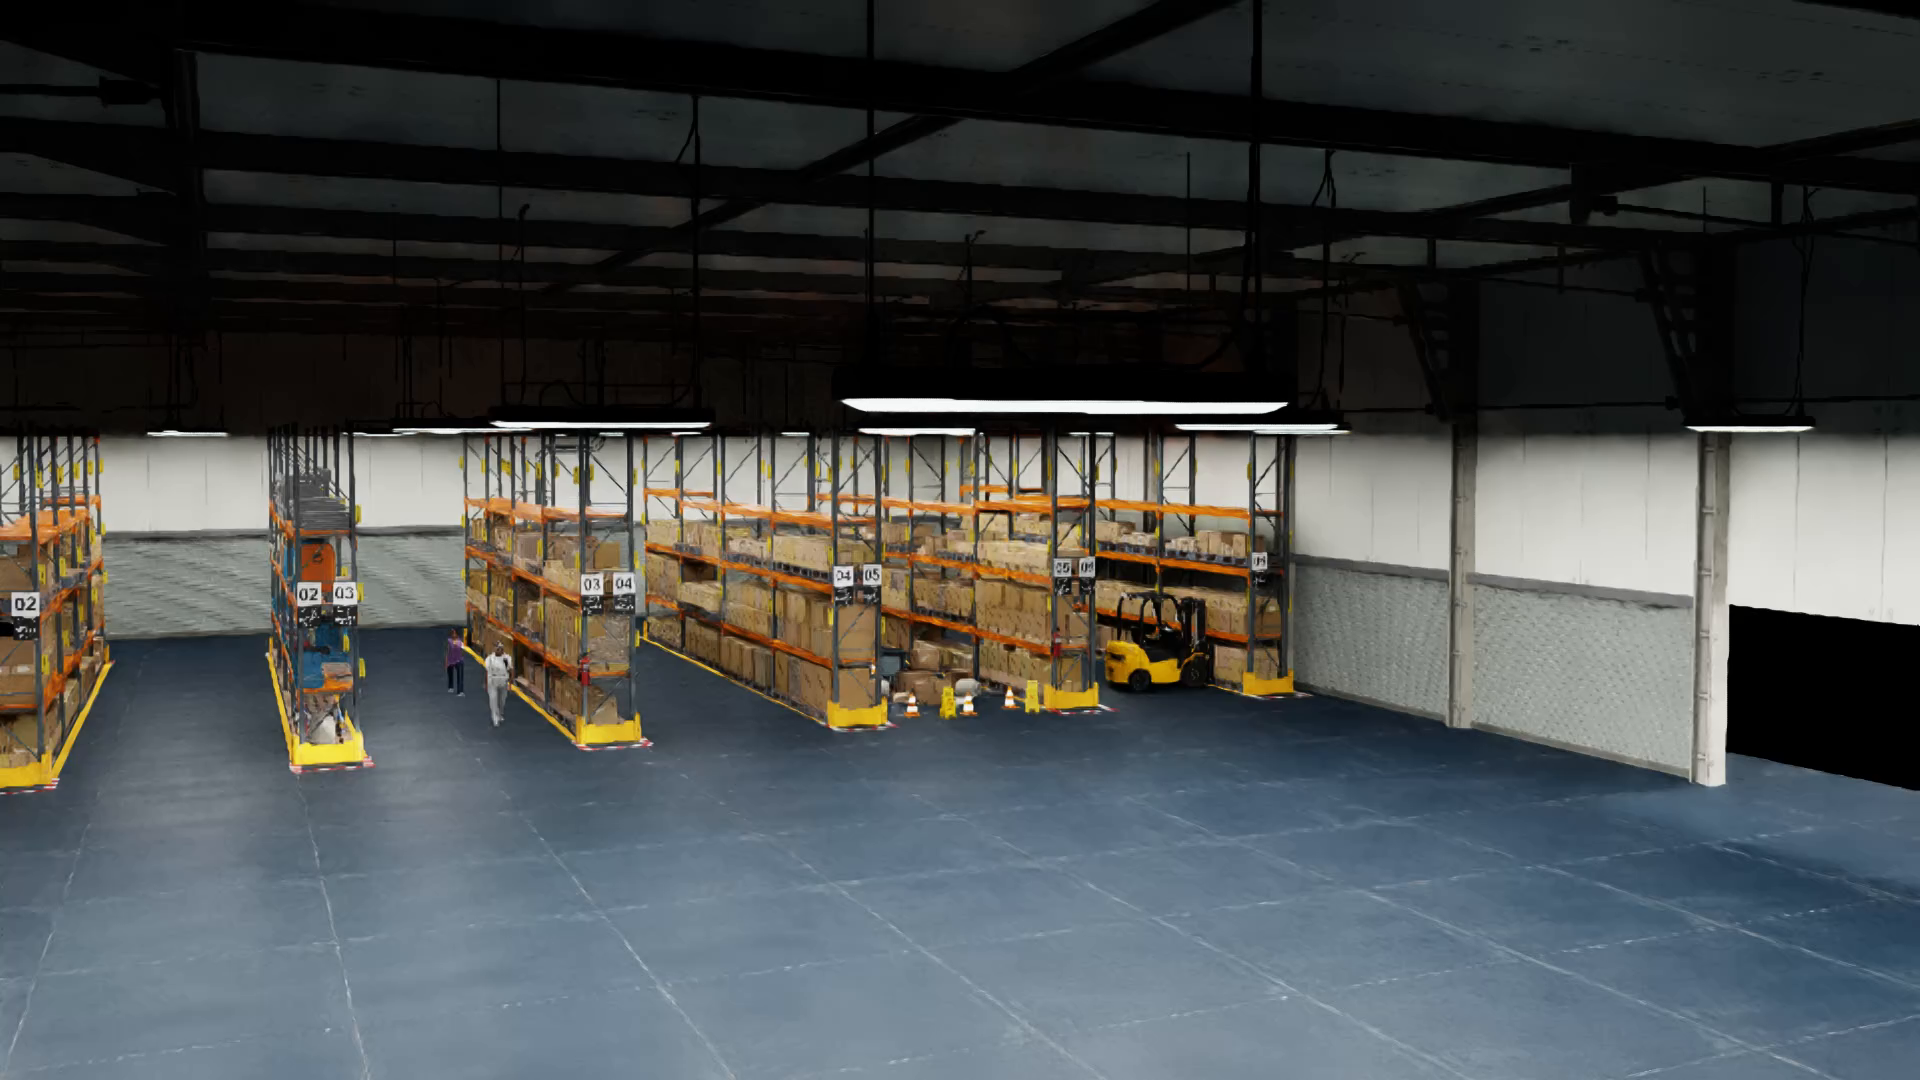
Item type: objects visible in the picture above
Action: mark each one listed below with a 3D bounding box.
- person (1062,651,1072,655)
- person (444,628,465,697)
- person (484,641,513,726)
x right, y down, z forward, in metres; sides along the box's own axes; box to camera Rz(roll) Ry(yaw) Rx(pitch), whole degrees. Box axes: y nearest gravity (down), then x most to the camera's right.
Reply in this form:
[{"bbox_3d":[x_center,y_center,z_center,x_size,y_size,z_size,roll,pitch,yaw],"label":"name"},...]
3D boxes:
[{"bbox_3d":[2.476,2.478,39.264,0.459,1.677,0.525,0,4,7],"label":"person"},{"bbox_3d":[-11.238,2.693,36.937,0.417,1.517,1.036,-1,4,-21],"label":"person"},{"bbox_3d":[-9.195,2.838,33.215,0.540,1.676,1.130,-2,4,-26],"label":"person"}]
